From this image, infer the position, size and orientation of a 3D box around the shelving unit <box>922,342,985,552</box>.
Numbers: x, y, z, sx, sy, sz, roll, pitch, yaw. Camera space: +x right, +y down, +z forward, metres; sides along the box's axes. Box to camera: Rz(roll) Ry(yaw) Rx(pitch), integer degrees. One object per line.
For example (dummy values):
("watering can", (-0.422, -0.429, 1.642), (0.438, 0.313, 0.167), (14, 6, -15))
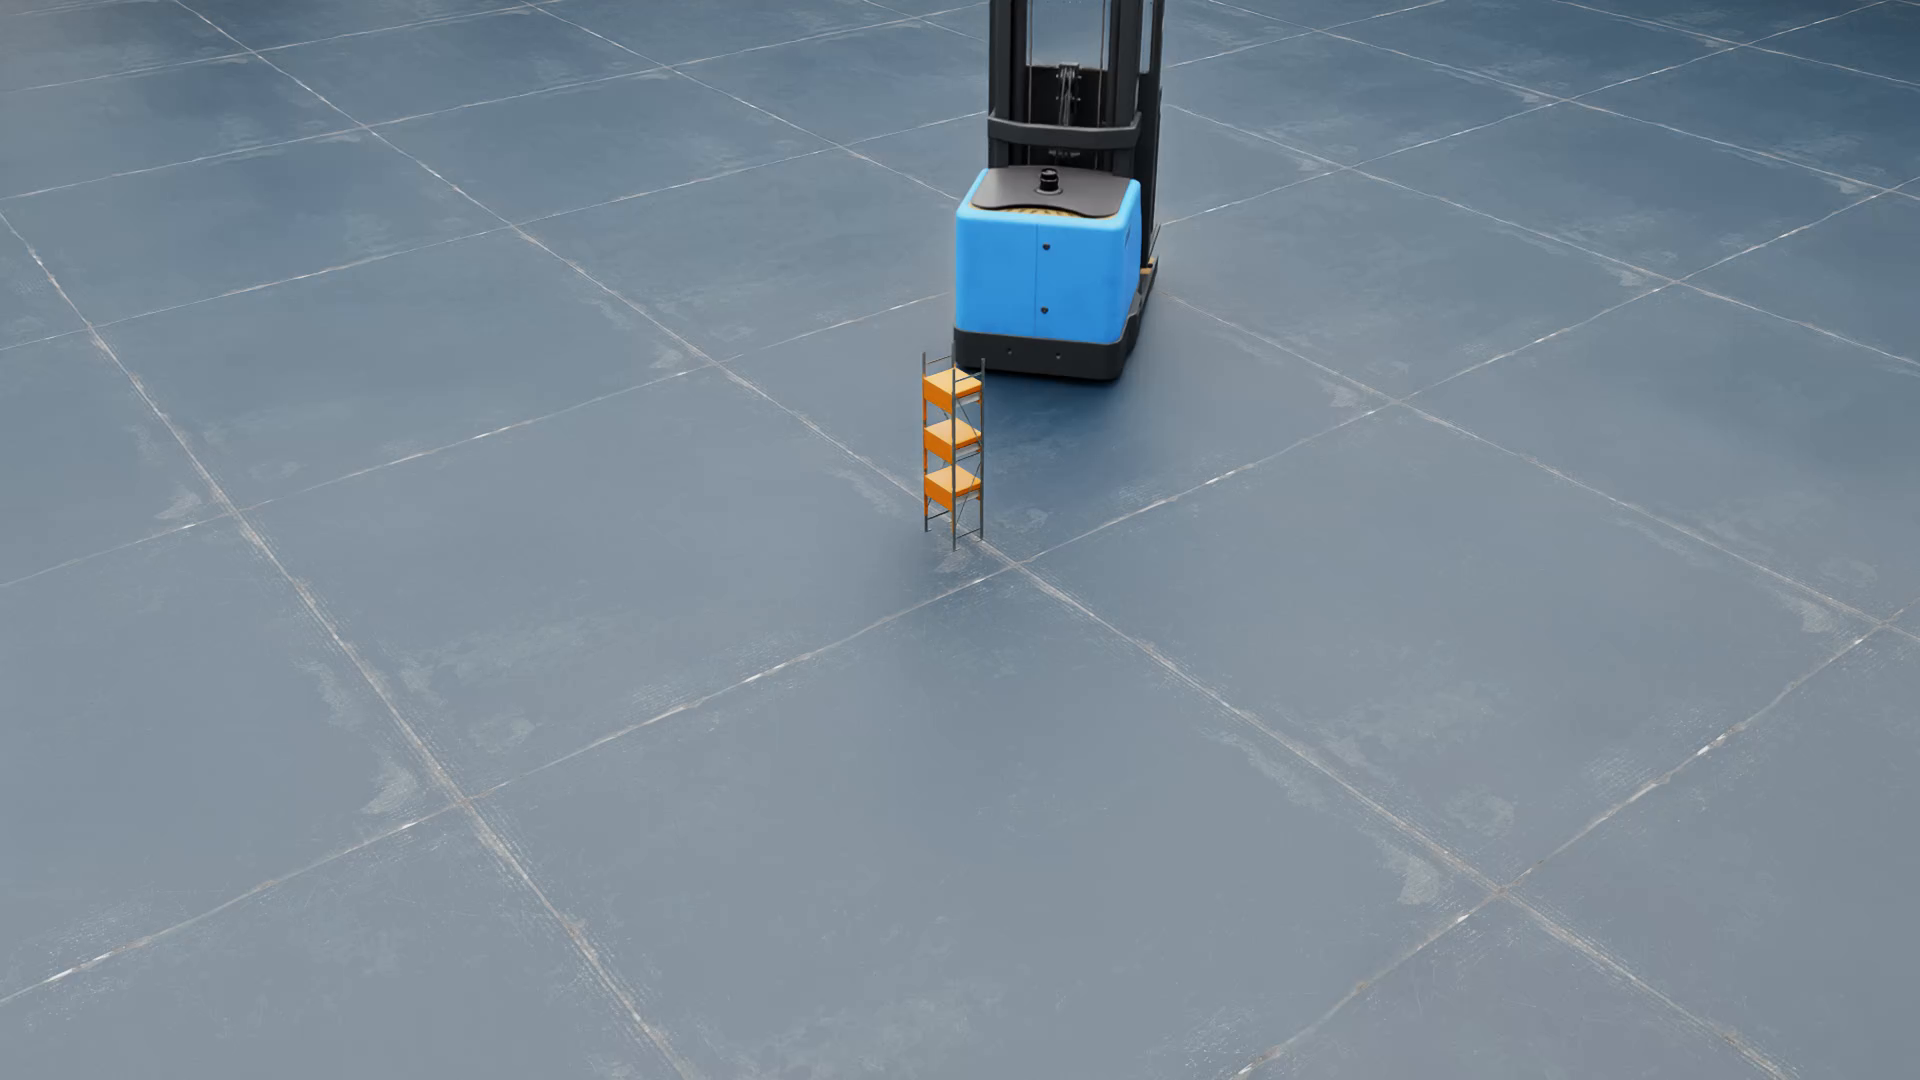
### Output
("shelving unit", (-0.033, -0.468, 8.509), (0.215, 1.050, 0.252), (-22, 38, -31))

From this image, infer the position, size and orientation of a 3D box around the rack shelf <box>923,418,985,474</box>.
("rack shelf", (-0.033, -0.459, 8.515), (0.215, 0.259, 0.240), (-22, 38, -31))

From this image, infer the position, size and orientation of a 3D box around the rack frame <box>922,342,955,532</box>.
("rack frame", (-0.108, -0.519, 8.591), (0.200, 1.050, 0.008), (-22, 38, -31))

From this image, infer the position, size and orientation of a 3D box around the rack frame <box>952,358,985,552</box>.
("rack frame", (0.042, -0.417, 8.427), (0.200, 1.050, 0.008), (-22, 38, -31))

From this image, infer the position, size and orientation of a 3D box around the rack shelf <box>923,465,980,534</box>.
("rack shelf", (-0.033, -0.223, 8.661), (0.215, 0.259, 0.240), (-22, 38, -31))

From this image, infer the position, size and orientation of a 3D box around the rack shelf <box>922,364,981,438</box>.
("rack shelf", (-0.033, -0.700, 8.365), (0.215, 0.259, 0.240), (-22, 38, -31))

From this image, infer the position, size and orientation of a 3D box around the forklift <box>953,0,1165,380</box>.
("forklift", (0.777, -2.994, 10.793), (1.130, 2.935, 3.031), (7, 32, 11))
